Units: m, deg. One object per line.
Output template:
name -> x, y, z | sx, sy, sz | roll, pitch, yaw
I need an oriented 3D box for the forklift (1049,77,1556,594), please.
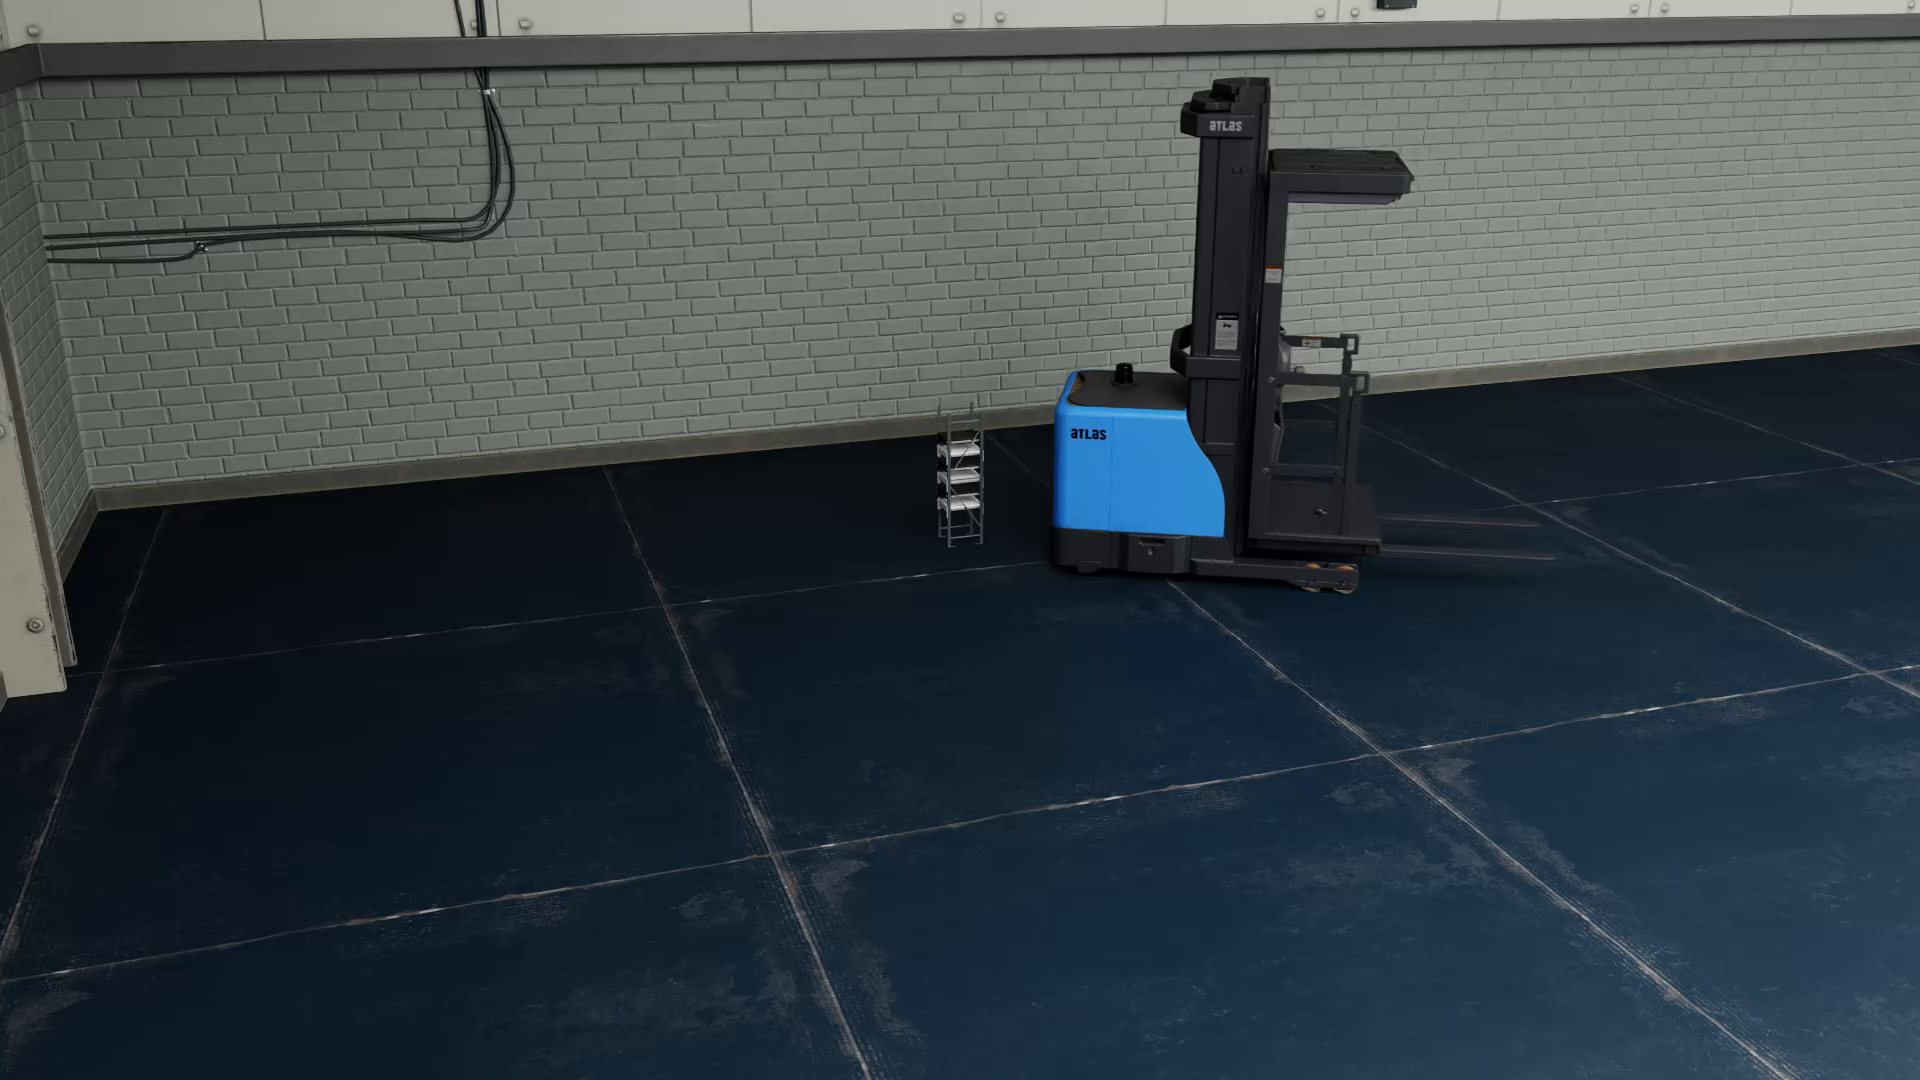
forklift -> 2.121, -1.250, 10.061 | 3.031, 2.935, 1.130 | 3, 20, 9

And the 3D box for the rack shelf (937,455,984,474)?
rack shelf -> 0.003, -0.474, 10.738 | 0.258, 0.077, 0.200 | -6, 21, -17

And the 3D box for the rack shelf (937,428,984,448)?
rack shelf -> 0.003, -0.644, 10.677 | 0.258, 0.077, 0.200 | -6, 21, -17

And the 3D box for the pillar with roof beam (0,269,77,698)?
pillar with roof beam -> -0.811, -3.950, 8.601 | 9.100, 9.000, 0.400 | -6, 21, -17

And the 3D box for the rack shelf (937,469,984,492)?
rack shelf -> 0.003, -0.390, 10.768 | 0.258, 0.077, 0.200 | -6, 21, -17

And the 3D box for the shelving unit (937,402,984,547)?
shelving unit -> 0.003, -0.421, 10.757 | 0.258, 0.900, 0.210 | -6, 21, -17

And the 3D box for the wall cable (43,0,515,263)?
wall cable -> -4.569, -3.117, 10.876 | 3.097, 2.526, 0.112 | -6, 21, -17

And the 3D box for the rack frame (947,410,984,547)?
rack frame -> 0.034, -0.388, 10.666 | 0.240, 0.900, 0.006 | -6, 21, -17

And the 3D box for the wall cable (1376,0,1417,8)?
wall cable -> 4.448, -7.182, 12.570 | 2.305, 6.003, 0.169 | -6, 21, -17

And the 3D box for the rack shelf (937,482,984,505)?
rack shelf -> 0.003, -0.305, 10.799 | 0.258, 0.077, 0.200 | -6, 21, -17

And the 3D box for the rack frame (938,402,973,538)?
rack frame -> -0.029, -0.454, 10.848 | 0.240, 0.900, 0.006 | -6, 21, -17

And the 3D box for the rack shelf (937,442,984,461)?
rack shelf -> 0.003, -0.559, 10.708 | 0.258, 0.077, 0.200 | -6, 21, -17

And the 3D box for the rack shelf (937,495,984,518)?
rack shelf -> 0.003, -0.220, 10.829 | 0.258, 0.077, 0.200 | -6, 21, -17
